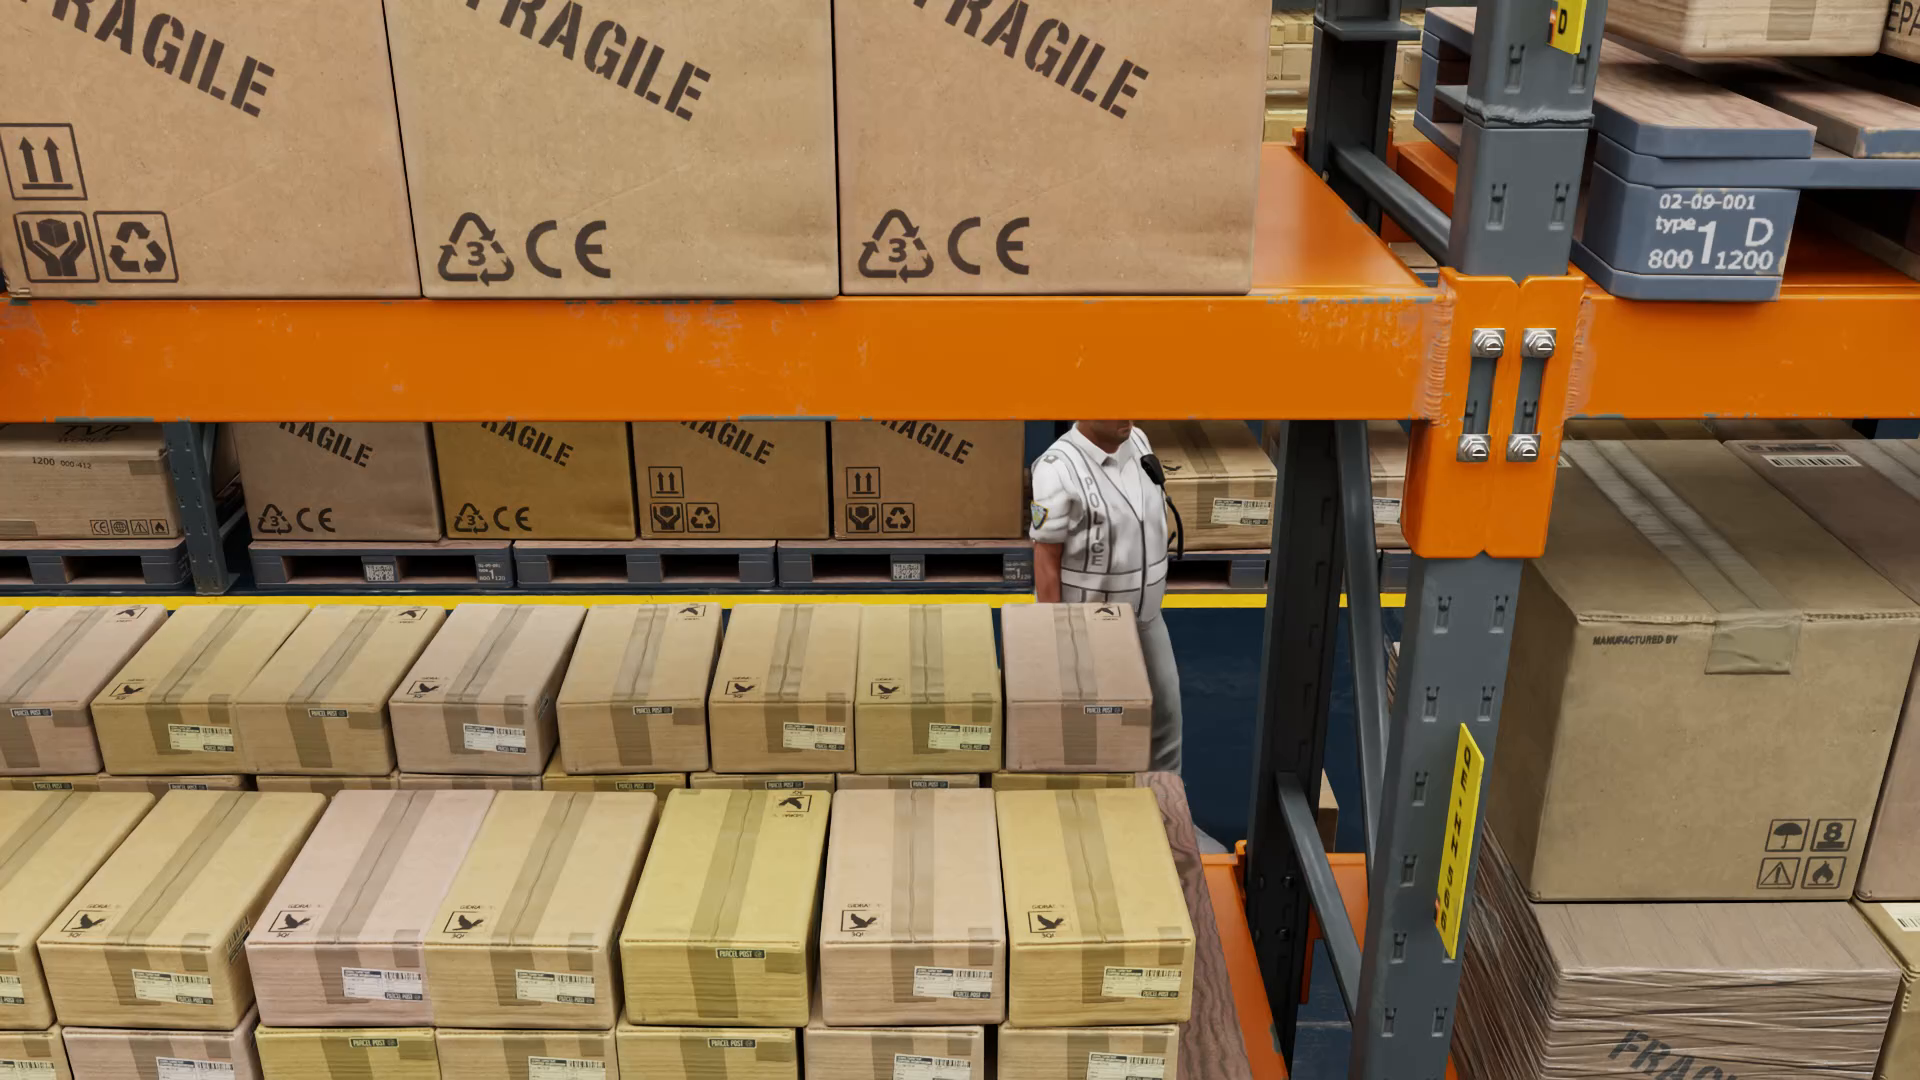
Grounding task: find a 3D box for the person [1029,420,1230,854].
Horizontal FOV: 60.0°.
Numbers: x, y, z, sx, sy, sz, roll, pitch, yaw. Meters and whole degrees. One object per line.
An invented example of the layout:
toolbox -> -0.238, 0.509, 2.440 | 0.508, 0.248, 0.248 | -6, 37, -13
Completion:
person -> 0.541, 0.269, 5.450 | 0.548, 1.765, 0.670 | -18, 30, -35
